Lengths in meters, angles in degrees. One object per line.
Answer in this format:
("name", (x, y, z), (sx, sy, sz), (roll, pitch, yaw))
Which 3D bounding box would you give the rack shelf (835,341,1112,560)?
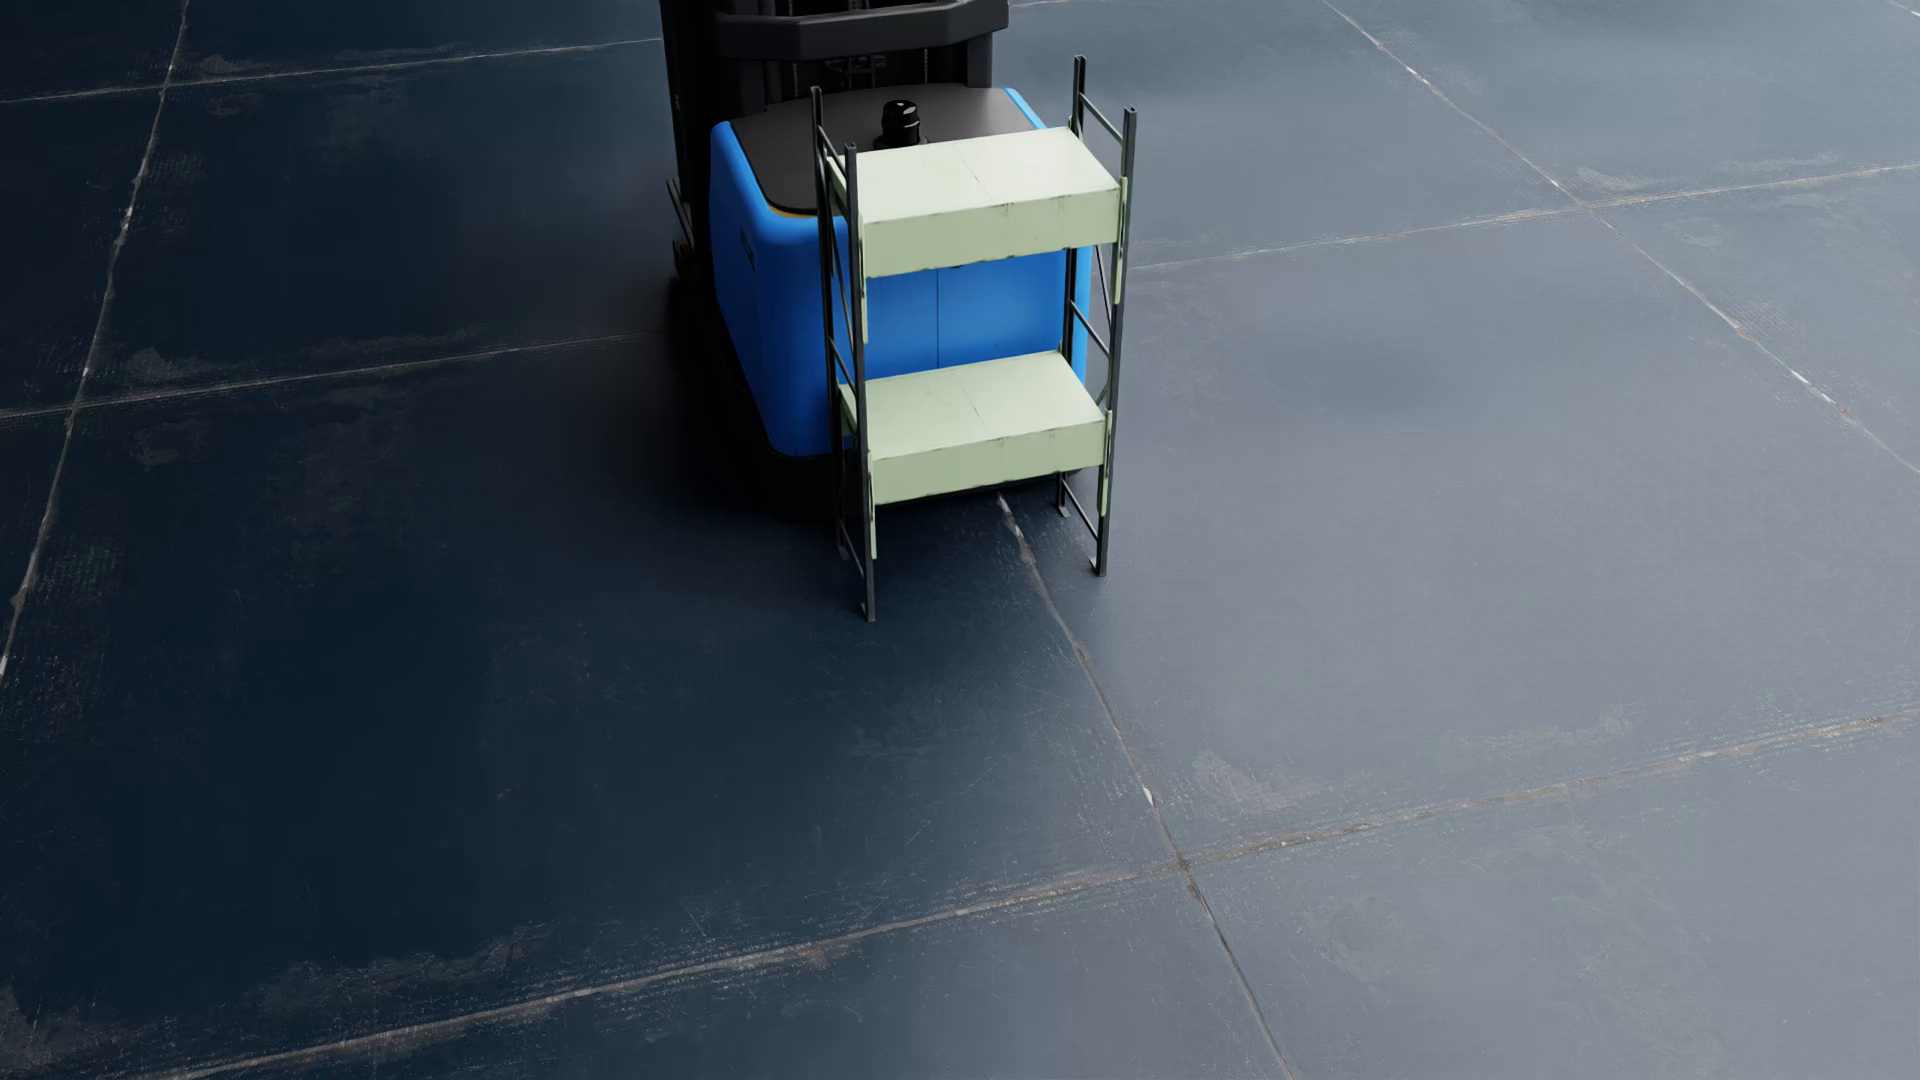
("rack shelf", (0.029, -0.274, 4.910), (0.720, 0.370, 0.431), (-11, 39, -14))

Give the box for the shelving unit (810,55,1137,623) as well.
("shelving unit", (0.029, -0.533, 4.712), (0.755, 1.500, 0.431), (-11, 39, -14))

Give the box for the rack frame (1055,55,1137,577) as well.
("rack frame", (0.379, -0.599, 4.798), (0.023, 1.500, 0.400), (-11, 39, -14))

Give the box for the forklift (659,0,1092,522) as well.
("forklift", (-0.496, -2.118, 5.607), (1.130, 2.935, 3.031), (-10, 39, -13))

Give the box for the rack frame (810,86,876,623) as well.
("rack frame", (-0.320, -0.467, 4.626), (0.023, 1.500, 0.400), (-11, 39, -14))

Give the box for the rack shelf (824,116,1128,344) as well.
("rack shelf", (0.029, -0.843, 4.475), (0.720, 0.370, 0.431), (-11, 39, -14))
